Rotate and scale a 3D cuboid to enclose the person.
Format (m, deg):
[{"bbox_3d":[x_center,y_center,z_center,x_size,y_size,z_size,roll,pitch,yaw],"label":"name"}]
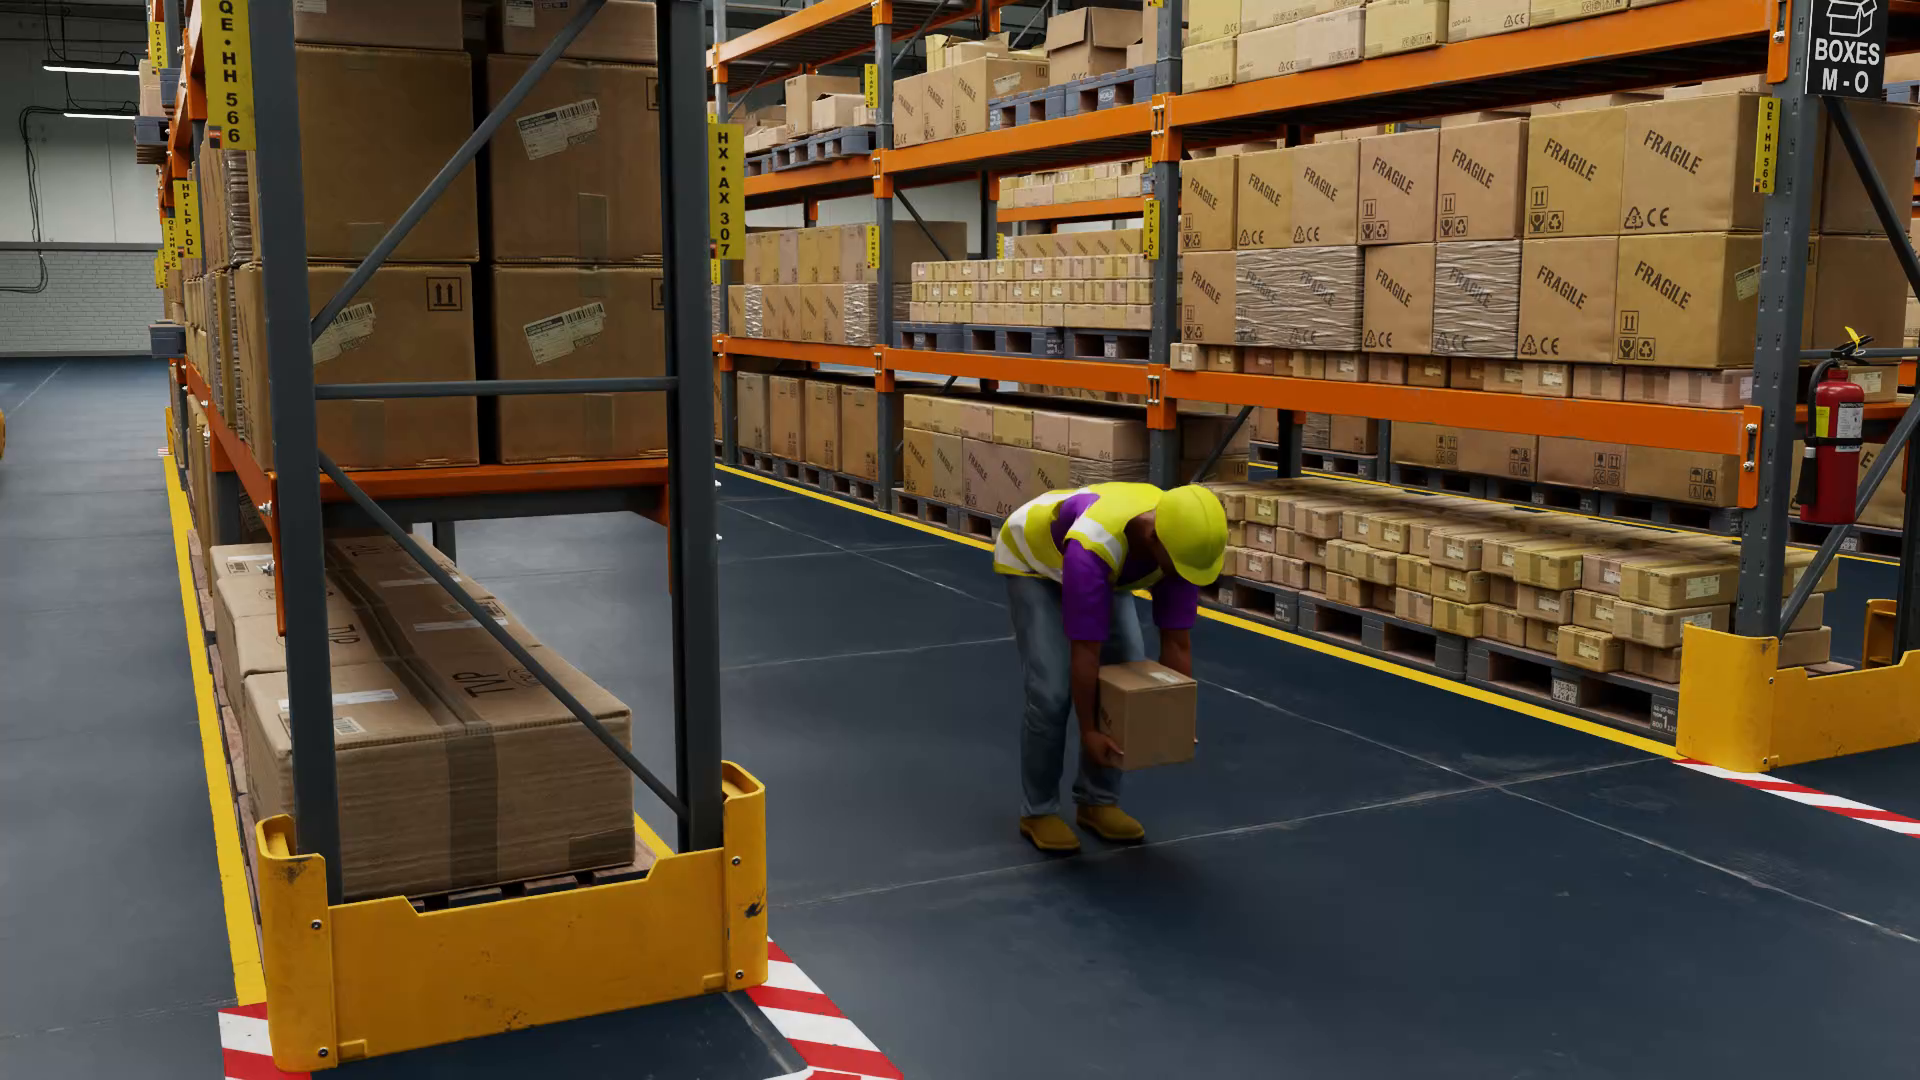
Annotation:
[{"bbox_3d":[0.483,0.385,5.109,0.474,1.191,0.967,-4,10,-28],"label":"person"}]
